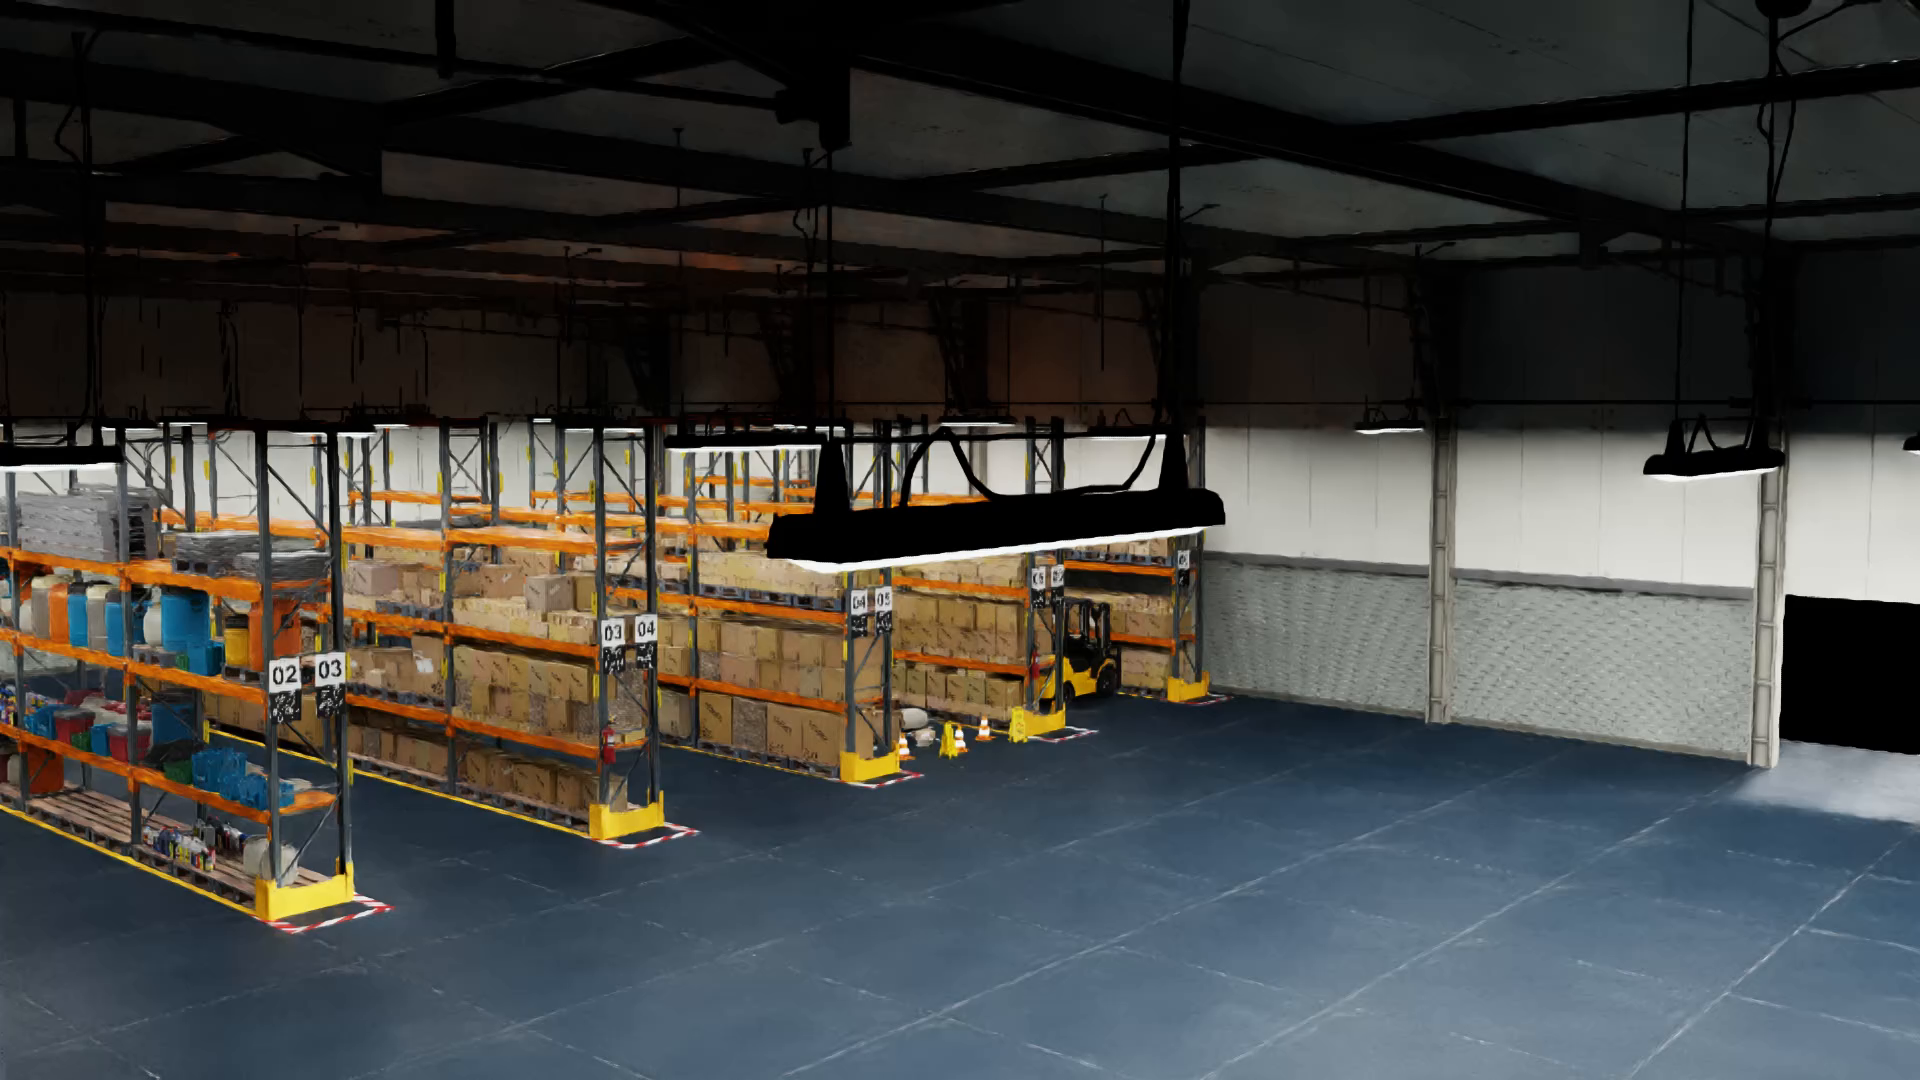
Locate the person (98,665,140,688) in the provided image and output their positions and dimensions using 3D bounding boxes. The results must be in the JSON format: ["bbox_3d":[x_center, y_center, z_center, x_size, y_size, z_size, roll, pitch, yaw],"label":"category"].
[{"bbox_3d":[-18.723,2.413,36.855,0.797,1.699,0.709,2,5,21],"label":"person"}]
